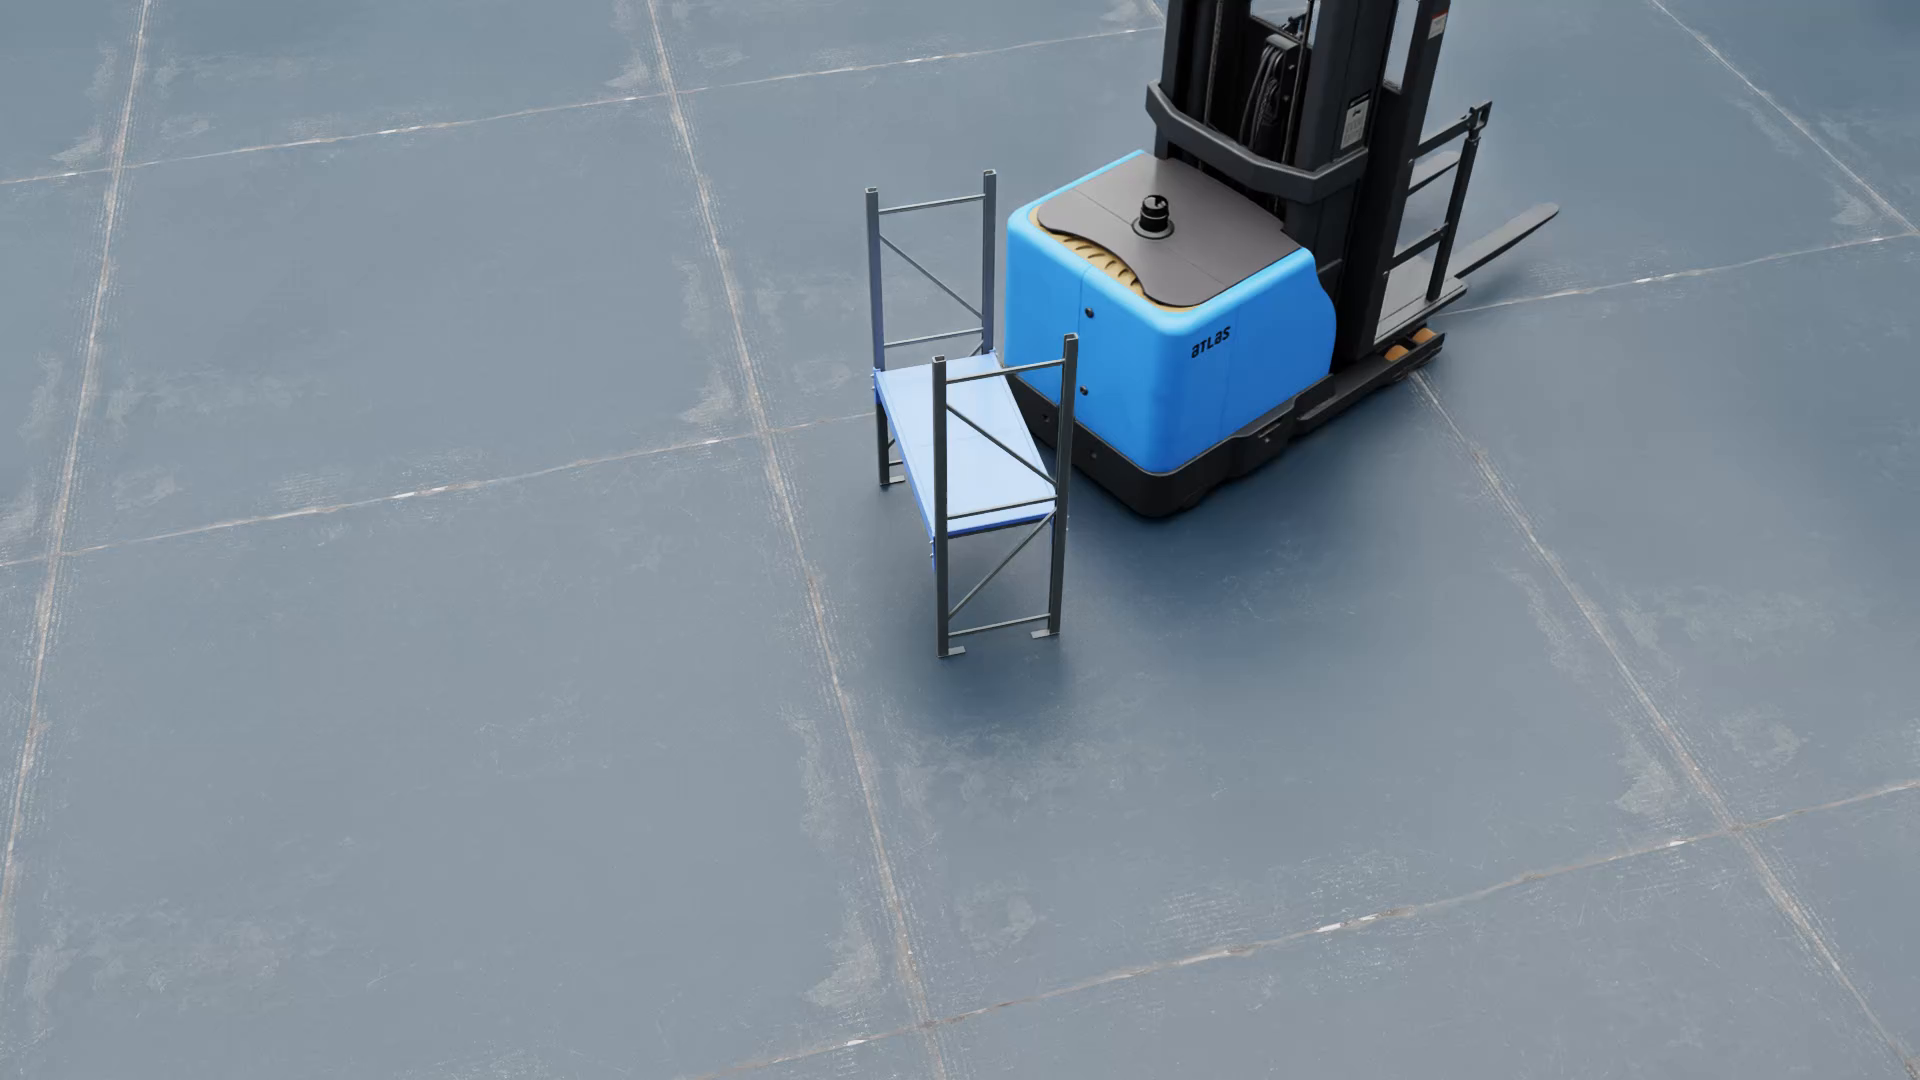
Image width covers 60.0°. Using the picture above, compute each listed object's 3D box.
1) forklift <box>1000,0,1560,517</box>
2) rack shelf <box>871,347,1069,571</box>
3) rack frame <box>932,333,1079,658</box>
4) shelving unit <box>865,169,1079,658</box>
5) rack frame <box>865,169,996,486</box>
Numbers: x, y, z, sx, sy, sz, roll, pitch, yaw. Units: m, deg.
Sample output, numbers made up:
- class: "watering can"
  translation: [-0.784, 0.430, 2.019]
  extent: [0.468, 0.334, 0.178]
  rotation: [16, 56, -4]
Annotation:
- class: "forklift"
  translation: [1.632, -2.023, 6.931]
  extent: [3.031, 2.935, 1.130]
  rotation: [-31, 53, -27]
- class: "rack shelf"
  translation: [0.022, -0.340, 6.536]
  extent: [0.538, 0.185, 1.000]
  rotation: [-11, 47, -10]
- class: "rack frame"
  translation: [0.152, -0.115, 6.063]
  extent: [0.500, 1.500, 0.032]
  rotation: [-11, 47, -10]
- class: "shelving unit"
  translation: [0.022, -0.466, 6.407]
  extent: [0.538, 1.500, 1.048]
  rotation: [-11, 47, -10]
- class: "rack frame"
  translation: [-0.108, -0.817, 6.751]
  extent: [0.500, 1.500, 0.032]
  rotation: [-11, 47, -10]
